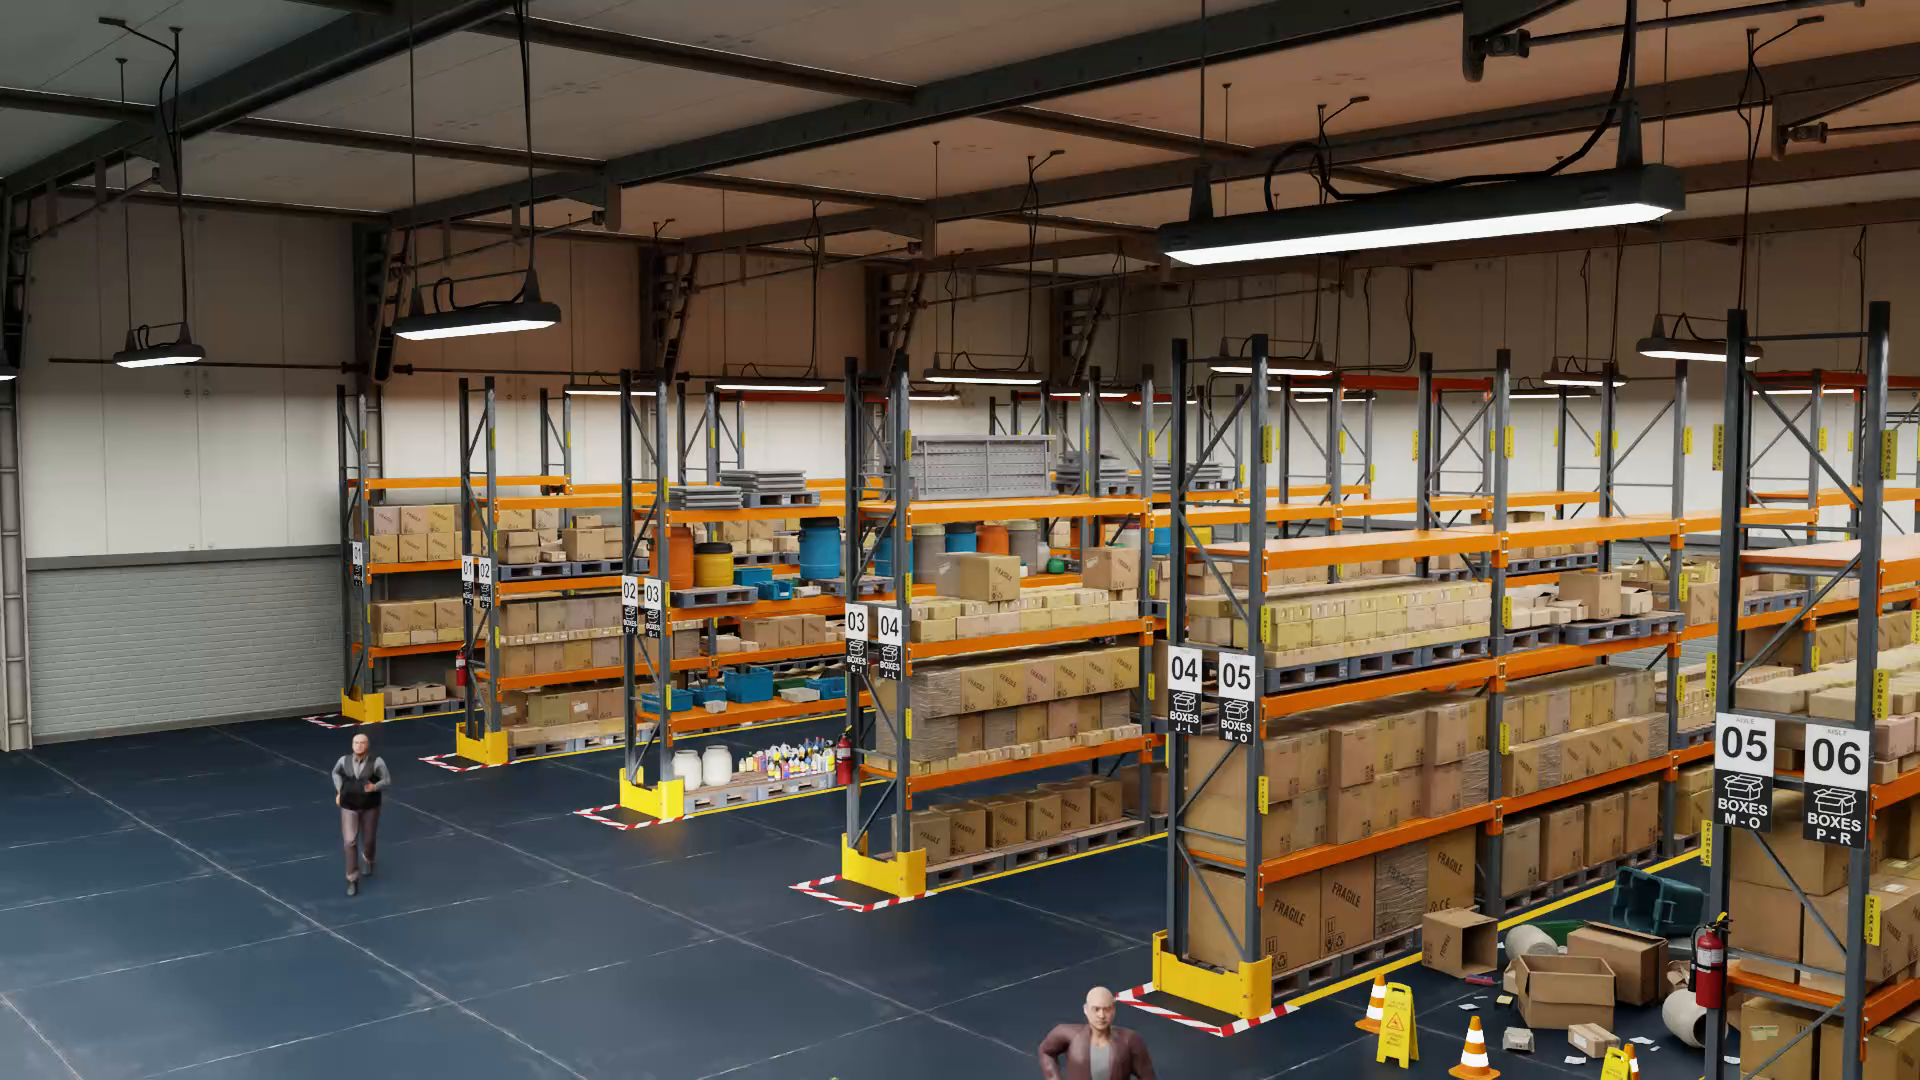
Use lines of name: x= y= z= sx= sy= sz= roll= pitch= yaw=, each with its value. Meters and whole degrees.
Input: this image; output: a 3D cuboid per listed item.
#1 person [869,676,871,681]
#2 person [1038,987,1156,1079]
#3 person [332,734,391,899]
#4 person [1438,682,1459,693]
person: x=-1.265 y=2.558 z=27.392 sx=0.628 sy=1.644 sz=0.557 roll=-4 pitch=5 yaw=-44
person: x=0.836 y=3.599 z=10.083 sx=0.701 sy=1.808 sz=1.018 roll=0 pitch=4 yaw=-2
person: x=-6.761 y=3.062 z=18.794 sx=0.652 sy=1.761 sz=0.898 roll=-1 pitch=4 yaw=-16
person: x=6.864 y=2.751 z=23.306 sx=0.658 sy=1.747 sz=0.899 roll=3 pitch=5 yaw=42
